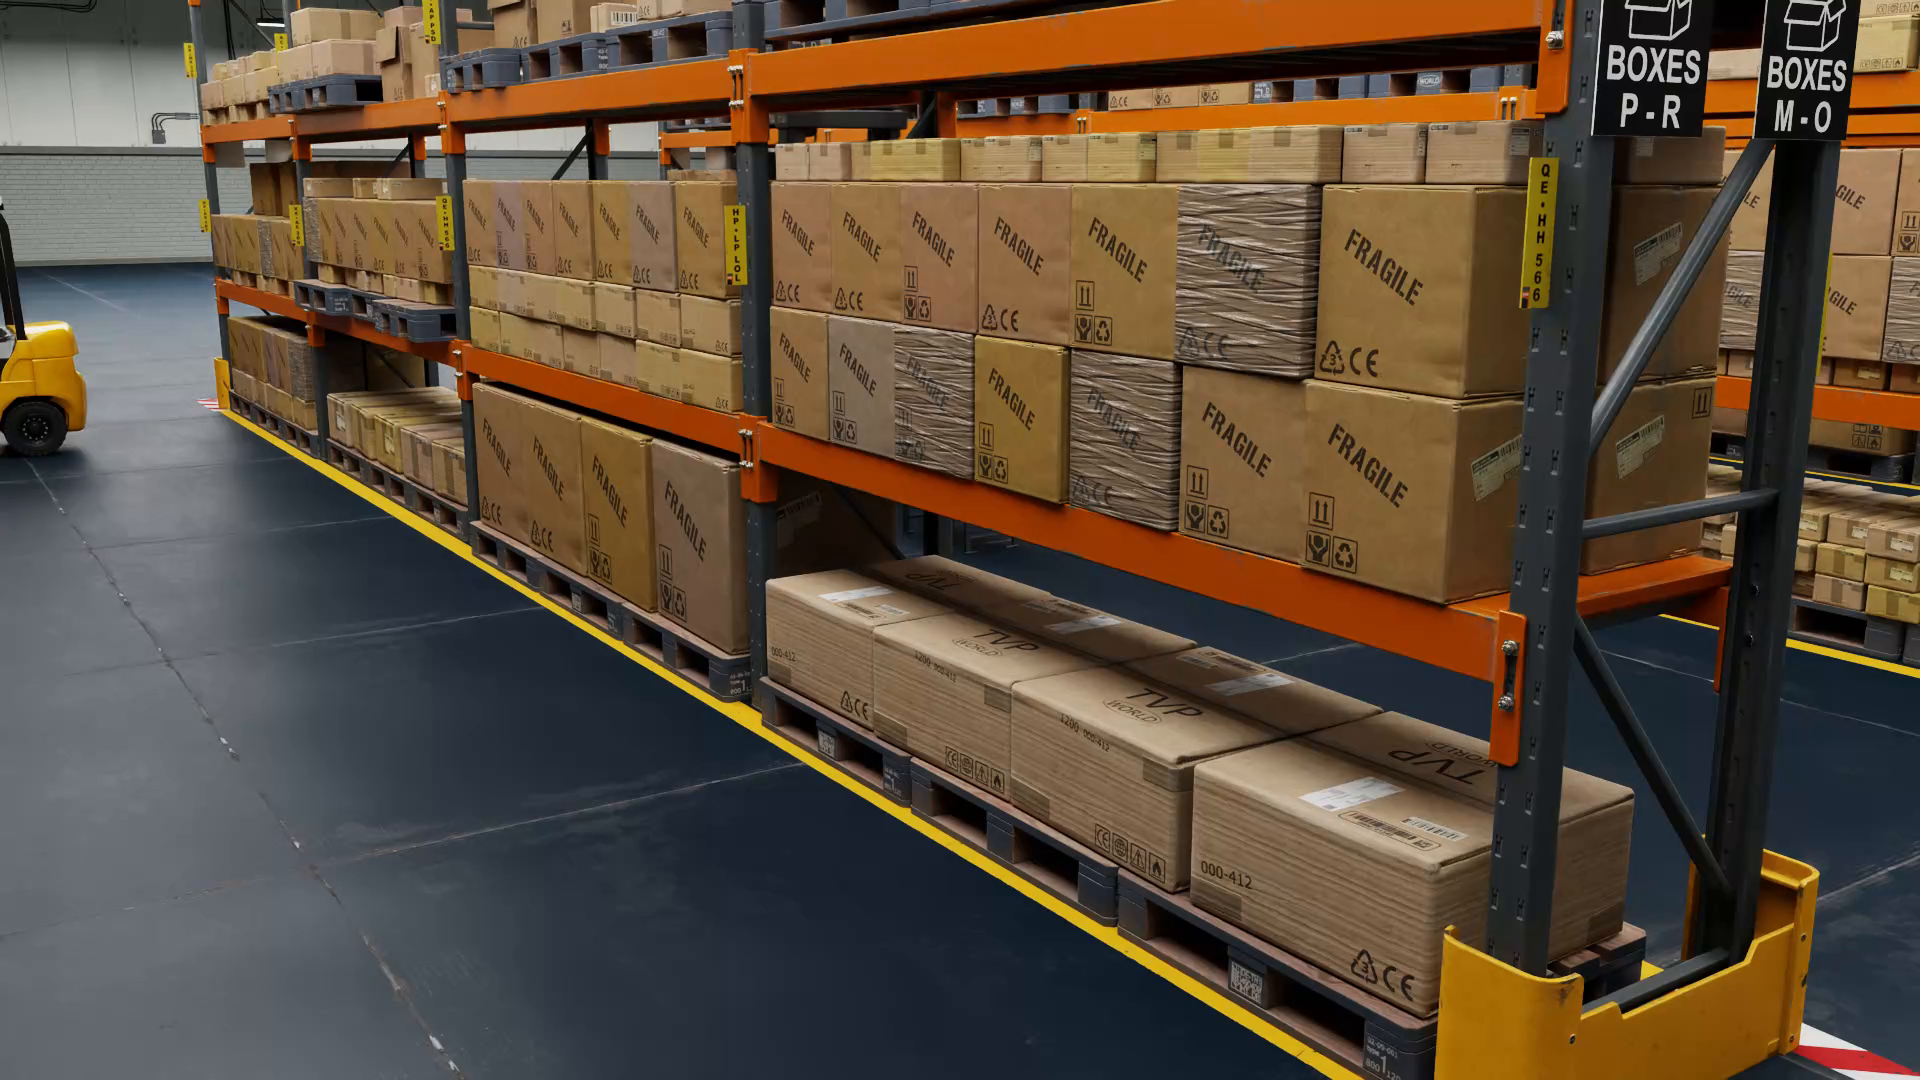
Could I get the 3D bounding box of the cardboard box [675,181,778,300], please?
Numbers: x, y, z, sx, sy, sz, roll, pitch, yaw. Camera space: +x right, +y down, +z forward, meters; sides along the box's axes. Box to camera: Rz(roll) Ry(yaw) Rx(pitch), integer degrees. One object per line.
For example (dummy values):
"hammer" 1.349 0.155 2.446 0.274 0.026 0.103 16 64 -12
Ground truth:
"cardboard box" -0.939 -1.352 7.446 0.500 0.500 0.500 -8 14 -31

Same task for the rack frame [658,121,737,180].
"rack frame" -3.066 -3.503 19.857 1.000 3.000 0.127 -8 15 -33

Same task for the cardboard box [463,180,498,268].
"cardboard box" -2.629 -1.897 9.938 0.500 0.500 0.500 -9 15 -35

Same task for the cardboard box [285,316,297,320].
"cardboard box" -6.470 -2.015 16.754 0.500 0.500 0.500 -8 15 -32

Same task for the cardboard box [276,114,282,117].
"cardboard box" -5.572 -3.648 14.088 0.380 0.149 0.250 -8 15 -32

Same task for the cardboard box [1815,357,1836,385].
"cardboard box" 4.424 -0.886 8.480 0.380 0.149 0.250 -7 14 -31

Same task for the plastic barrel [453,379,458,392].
"plastic barrel" -4.726 -1.452 16.510 0.512 0.421 0.421 1 12 6

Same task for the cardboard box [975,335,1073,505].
"cardboard box" 0.391 -0.428 5.564 0.500 0.500 0.500 -8 14 -31

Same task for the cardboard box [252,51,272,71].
"cardboard box" -5.803 -4.075 14.173 0.380 0.149 0.250 -8 14 -31

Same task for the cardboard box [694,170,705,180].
"cardboard box" -2.511 -3.946 19.006 0.875 0.550 0.550 -8 15 -33

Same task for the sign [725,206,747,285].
"sign" -0.929 -1.226 6.920 0.100 0.325 0.005 -8 15 -33

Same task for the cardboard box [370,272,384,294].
"cardboard box" -4.000 -1.855 11.928 0.380 0.149 0.250 -9 15 -35

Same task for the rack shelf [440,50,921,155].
"rack shelf" -1.590 -2.234 8.719 1.077 0.370 4.000 -8 15 -33

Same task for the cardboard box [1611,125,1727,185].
"cardboard box" 1.768 -1.003 4.335 0.380 0.149 0.250 -8 15 -32

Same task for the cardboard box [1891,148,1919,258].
"cardboard box" 4.762 -1.573 7.763 0.500 0.500 0.500 -7 14 -30

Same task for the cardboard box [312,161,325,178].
"cardboard box" -5.243 -3.067 14.596 0.700 0.500 0.500 -8 15 -32

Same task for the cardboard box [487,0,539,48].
"cardboard box" -2.364 -3.148 9.988 0.797 0.503 0.637 -9 15 -36

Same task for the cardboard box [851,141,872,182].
"cardboard box" -0.191 -1.448 6.368 0.380 0.149 0.250 -8 15 -33

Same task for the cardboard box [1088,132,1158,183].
"cardboard box" 0.616 -1.168 5.088 0.380 0.149 0.250 -8 14 -31

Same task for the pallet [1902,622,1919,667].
"pallet" 5.336 0.543 7.884 1.003 0.211 1.213 -8 15 -33

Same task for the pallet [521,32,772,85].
"pallet" -1.676 -2.542 8.886 1.003 0.211 1.213 -7 14 -30

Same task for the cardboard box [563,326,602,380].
"cardboard box" -1.775 -1.015 8.834 0.500 0.250 0.500 -8 15 -33

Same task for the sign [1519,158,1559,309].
"sign" 1.274 -0.673 3.652 0.100 0.325 0.005 -8 15 -33

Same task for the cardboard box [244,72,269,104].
"cardboard box" -5.935 -3.953 14.553 0.500 0.250 0.500 -8 15 -34

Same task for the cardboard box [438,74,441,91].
"cardboard box" -3.048 -2.850 10.438 0.380 0.149 0.250 -8 15 -33

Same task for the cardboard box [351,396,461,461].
"cardboard box" -4.221 -0.888 13.070 0.950 0.372 0.625 -7 14 -29

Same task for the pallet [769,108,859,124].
"pallet" -1.294 -4.360 16.964 1.003 0.211 1.213 -8 15 -33

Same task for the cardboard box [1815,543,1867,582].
"cardboard box" 4.555 0.095 8.402 0.380 0.149 0.250 -7 14 -30

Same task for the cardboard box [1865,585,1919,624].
"cardboard box" 4.691 0.290 8.203 0.380 0.149 0.250 -9 15 -35

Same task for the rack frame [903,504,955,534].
"rack frame" -0.207 -0.799 11.005 0.400 1.500 0.023 -8 15 -33

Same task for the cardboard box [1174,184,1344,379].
"cardboard box" 0.955 -0.737 4.638 0.500 0.500 0.500 -8 15 -33

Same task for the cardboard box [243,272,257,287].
"cardboard box" -6.610 -2.498 15.853 0.380 0.149 0.250 -8 14 -31

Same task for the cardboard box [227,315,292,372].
"cardboard box" -6.901 -1.947 16.440 0.500 0.500 0.500 -9 15 -35

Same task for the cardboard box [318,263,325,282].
"cardboard box" -4.871 -2.134 13.204 0.380 0.149 0.250 -8 15 -32

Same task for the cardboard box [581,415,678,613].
"cardboard box" -1.399 -0.192 8.710 0.875 0.875 0.875 -8 14 -31

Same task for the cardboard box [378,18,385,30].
"cardboard box" -4.488 -3.941 13.037 0.500 0.250 0.500 -8 15 -31

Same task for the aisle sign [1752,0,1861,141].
"aisle sign" 2.015 -1.345 3.904 0.394 0.787 0.004 -8 15 -33

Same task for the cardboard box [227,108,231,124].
"cardboard box" -6.722 -4.015 15.769 0.380 0.149 0.250 -8 15 -33

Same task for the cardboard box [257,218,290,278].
"cardboard box" -5.950 -2.614 14.861 0.500 0.500 0.500 -8 14 -31

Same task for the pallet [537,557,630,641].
"pallet" -1.653 0.252 9.214 1.003 0.211 1.213 -8 15 -33

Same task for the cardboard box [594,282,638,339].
"cardboard box" -1.504 -1.165 8.346 0.500 0.250 0.500 -8 14 -31

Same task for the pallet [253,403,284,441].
"pallet" -5.996 -1.157 15.661 1.003 0.211 1.213 -8 15 -33

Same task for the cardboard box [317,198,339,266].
"cardboard box" -4.616 -2.380 12.812 0.500 0.500 0.500 -8 15 -33

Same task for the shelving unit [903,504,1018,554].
"shelving unit" -0.004 -0.734 10.707 0.431 1.500 0.755 -8 15 -33

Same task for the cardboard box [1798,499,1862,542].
"cardboard box" 4.445 -0.105 8.617 0.380 0.149 0.250 -8 15 -32

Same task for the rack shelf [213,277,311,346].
"rack shelf" -6.023 -2.192 15.546 1.077 0.370 4.000 -8 15 -33

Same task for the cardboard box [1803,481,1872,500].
"cardboard box" 4.780 -0.216 9.125 0.380 0.149 0.250 -9 15 -35

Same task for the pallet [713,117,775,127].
"pallet" -1.966 -4.577 17.955 1.003 0.211 1.213 -8 15 -33

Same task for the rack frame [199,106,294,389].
"rack frame" -7.131 -2.899 17.096 1.000 3.000 0.127 -8 15 -33

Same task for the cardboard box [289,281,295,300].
"cardboard box" -5.490 -2.129 14.165 0.380 0.149 0.250 -8 15 -32

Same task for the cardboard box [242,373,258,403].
"cardboard box" -6.638 -1.493 16.120 0.500 0.250 0.500 -7 14 -31

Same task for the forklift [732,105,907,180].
"forklift" -1.110 -1.976 13.037 1.130 2.935 3.031 -6 14 -24

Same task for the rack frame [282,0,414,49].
"rack frame" -4.915 -5.118 13.202 1.000 3.000 0.127 -8 15 -33

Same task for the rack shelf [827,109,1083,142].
"rack shelf" 0.258 -3.549 14.734 1.077 0.370 4.000 -8 15 -33
